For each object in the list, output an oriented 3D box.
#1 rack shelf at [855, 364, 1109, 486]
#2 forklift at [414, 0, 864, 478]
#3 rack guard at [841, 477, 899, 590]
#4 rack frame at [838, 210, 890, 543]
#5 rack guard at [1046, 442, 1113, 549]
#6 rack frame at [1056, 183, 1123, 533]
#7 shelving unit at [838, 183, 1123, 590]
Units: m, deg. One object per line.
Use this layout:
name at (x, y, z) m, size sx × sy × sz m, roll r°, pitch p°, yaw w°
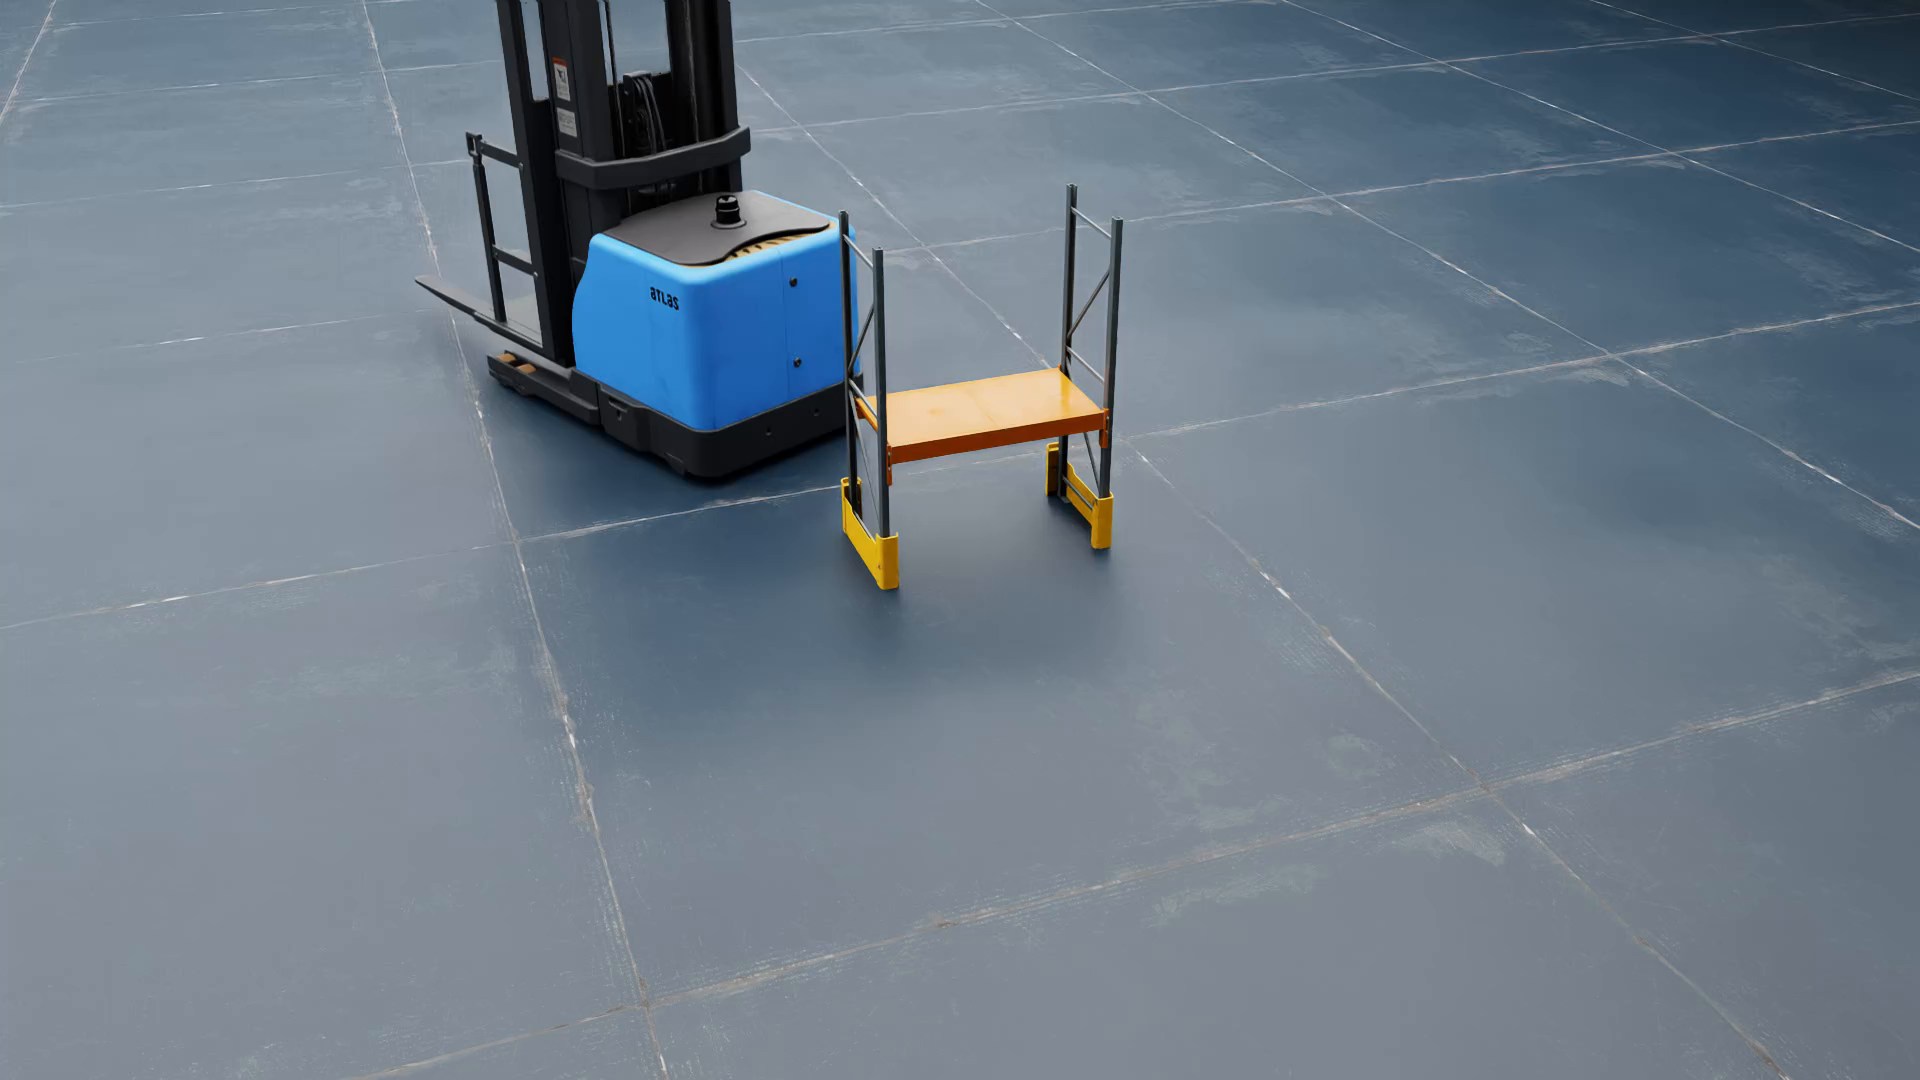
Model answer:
rack shelf at (0.080, -0.510, 7.202) m, size 1.000 × 0.185 × 0.538 m, roll -10°, pitch 31°, yaw -18°
forklift at (-1.880, -2.196, 8.352) m, size 1.130 × 2.935 × 3.031 m, roll -26°, pitch 39°, yaw -38°
rack guard at (-0.395, -0.036, 7.269) m, size 0.087 × 0.250 × 0.587 m, roll -10°, pitch 31°, yaw -18°
rack frame at (-0.396, -0.579, 6.959) m, size 0.032 × 1.500 × 0.500 m, roll -10°, pitch 31°, yaw -18°
rack guard at (0.538, -0.208, 7.571) m, size 0.087 × 0.250 × 0.587 m, roll -10°, pitch 31°, yaw -18°
rack frame at (0.556, -0.754, 7.267) m, size 0.032 × 1.500 × 0.500 m, roll -10°, pitch 31°, yaw -18°
shelving unit at (0.071, -0.665, 7.110) m, size 1.083 × 1.500 × 0.587 m, roll -10°, pitch 31°, yaw -18°
